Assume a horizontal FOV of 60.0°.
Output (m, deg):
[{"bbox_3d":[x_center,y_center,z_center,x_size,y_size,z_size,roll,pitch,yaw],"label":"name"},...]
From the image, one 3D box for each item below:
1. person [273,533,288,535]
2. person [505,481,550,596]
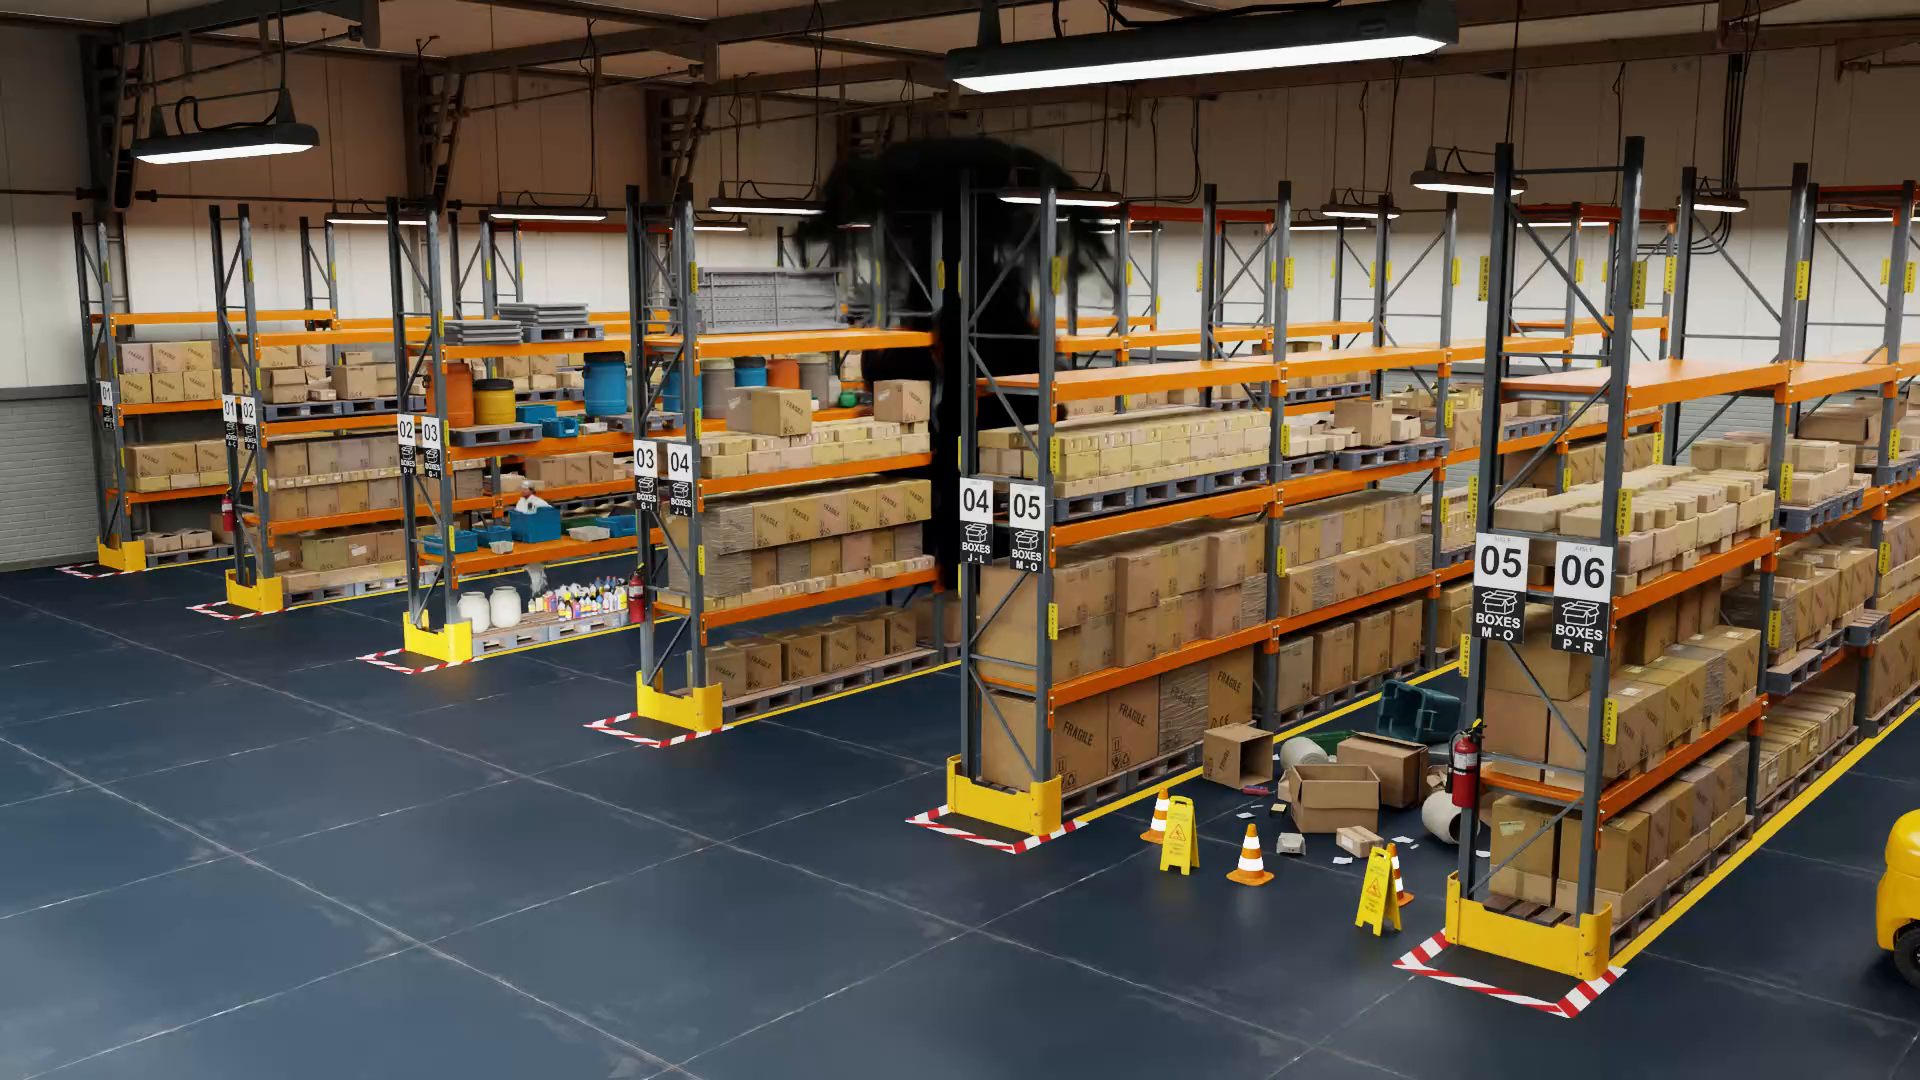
[{"bbox_3d":[-11.192,-0.155,27.375,0.589,1.704,0.720,7,12,35],"label":"person"},{"bbox_3d":[-6.452,-0.024,24.865,0.571,1.732,0.660,8,12,40],"label":"person"}]
